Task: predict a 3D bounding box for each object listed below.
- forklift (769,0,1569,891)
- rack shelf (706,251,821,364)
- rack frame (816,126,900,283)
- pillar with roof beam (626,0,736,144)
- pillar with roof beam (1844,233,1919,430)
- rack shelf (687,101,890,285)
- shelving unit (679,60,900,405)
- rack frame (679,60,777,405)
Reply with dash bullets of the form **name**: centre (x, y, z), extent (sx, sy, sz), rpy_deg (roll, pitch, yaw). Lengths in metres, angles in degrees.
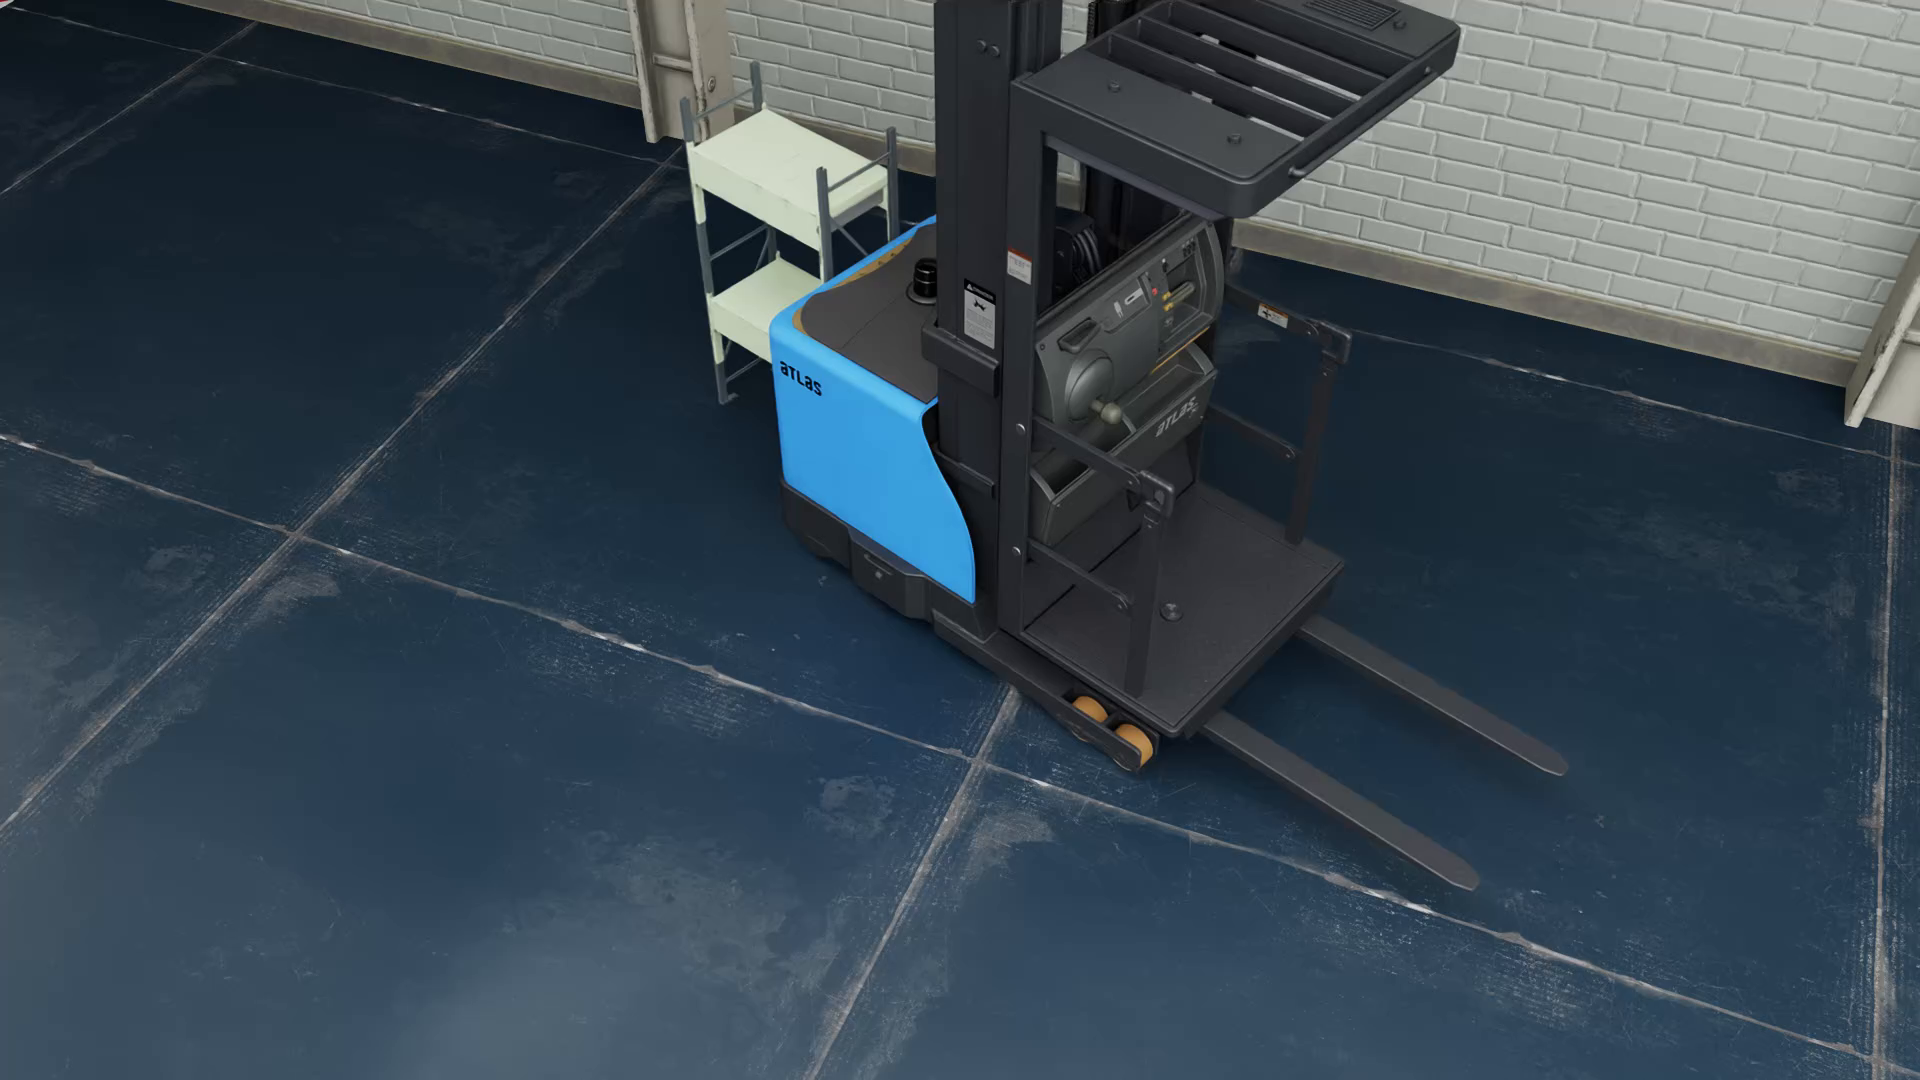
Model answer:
- **forklift**: centre (0.723, -0.643, 5.319), extent (3.031, 2.935, 1.130), rpy_deg (32, 53, 28)
- **rack shelf**: centre (-0.650, -0.835, 6.988), extent (0.720, 0.370, 0.431), rpy_deg (32, 53, 28)
- **rack frame**: centre (-0.376, -0.895, 6.587), extent (0.023, 1.500, 0.400), rpy_deg (32, 53, 28)
- **pillar with roof beam**: centre (-3.094, -2.567, 2.950), extent (0.400, 9.000, 9.100), rpy_deg (16, 47, 16)
- **pillar with roof beam**: centre (2.443, -0.938, 1.313), extent (0.400, 9.000, 9.100), rpy_deg (16, 47, 16)
- **rack shelf**: centre (-0.650, -1.343, 6.483), extent (0.720, 0.370, 0.431), rpy_deg (32, 53, 28)
- **shelving unit**: centre (-0.650, -1.067, 6.759), extent (0.755, 1.500, 0.431), rpy_deg (32, 53, 28)
- **rack frame**: centre (-0.925, -1.238, 6.931), extent (0.023, 1.500, 0.400), rpy_deg (32, 53, 28)
